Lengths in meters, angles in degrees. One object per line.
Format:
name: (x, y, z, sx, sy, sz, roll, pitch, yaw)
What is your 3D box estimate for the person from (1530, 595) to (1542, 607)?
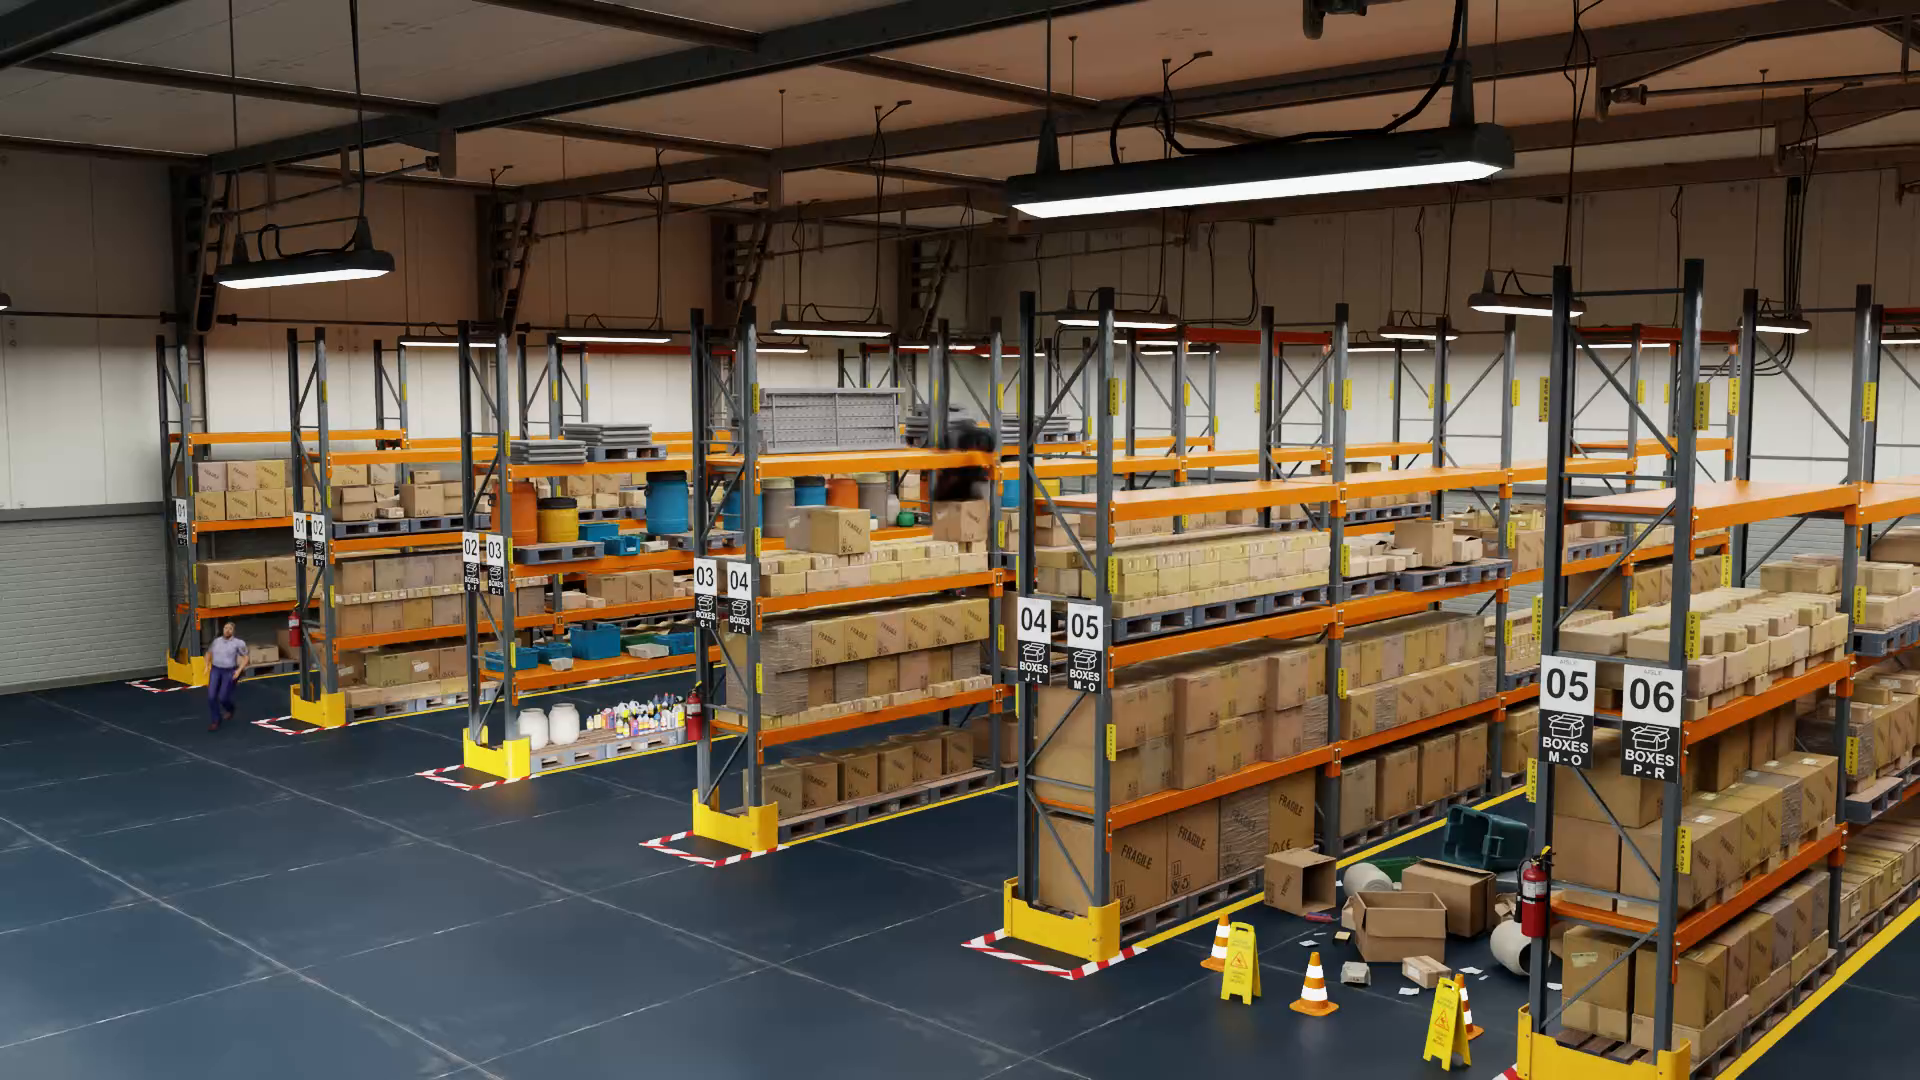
person: (9.385, 1.773, 26.882, 0.896, 1.775, 0.670, -4, 7, -39)

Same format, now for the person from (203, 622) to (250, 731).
person: (-11.060, 2.036, 25.026, 0.643, 1.605, 0.521, 0, 5, 2)
